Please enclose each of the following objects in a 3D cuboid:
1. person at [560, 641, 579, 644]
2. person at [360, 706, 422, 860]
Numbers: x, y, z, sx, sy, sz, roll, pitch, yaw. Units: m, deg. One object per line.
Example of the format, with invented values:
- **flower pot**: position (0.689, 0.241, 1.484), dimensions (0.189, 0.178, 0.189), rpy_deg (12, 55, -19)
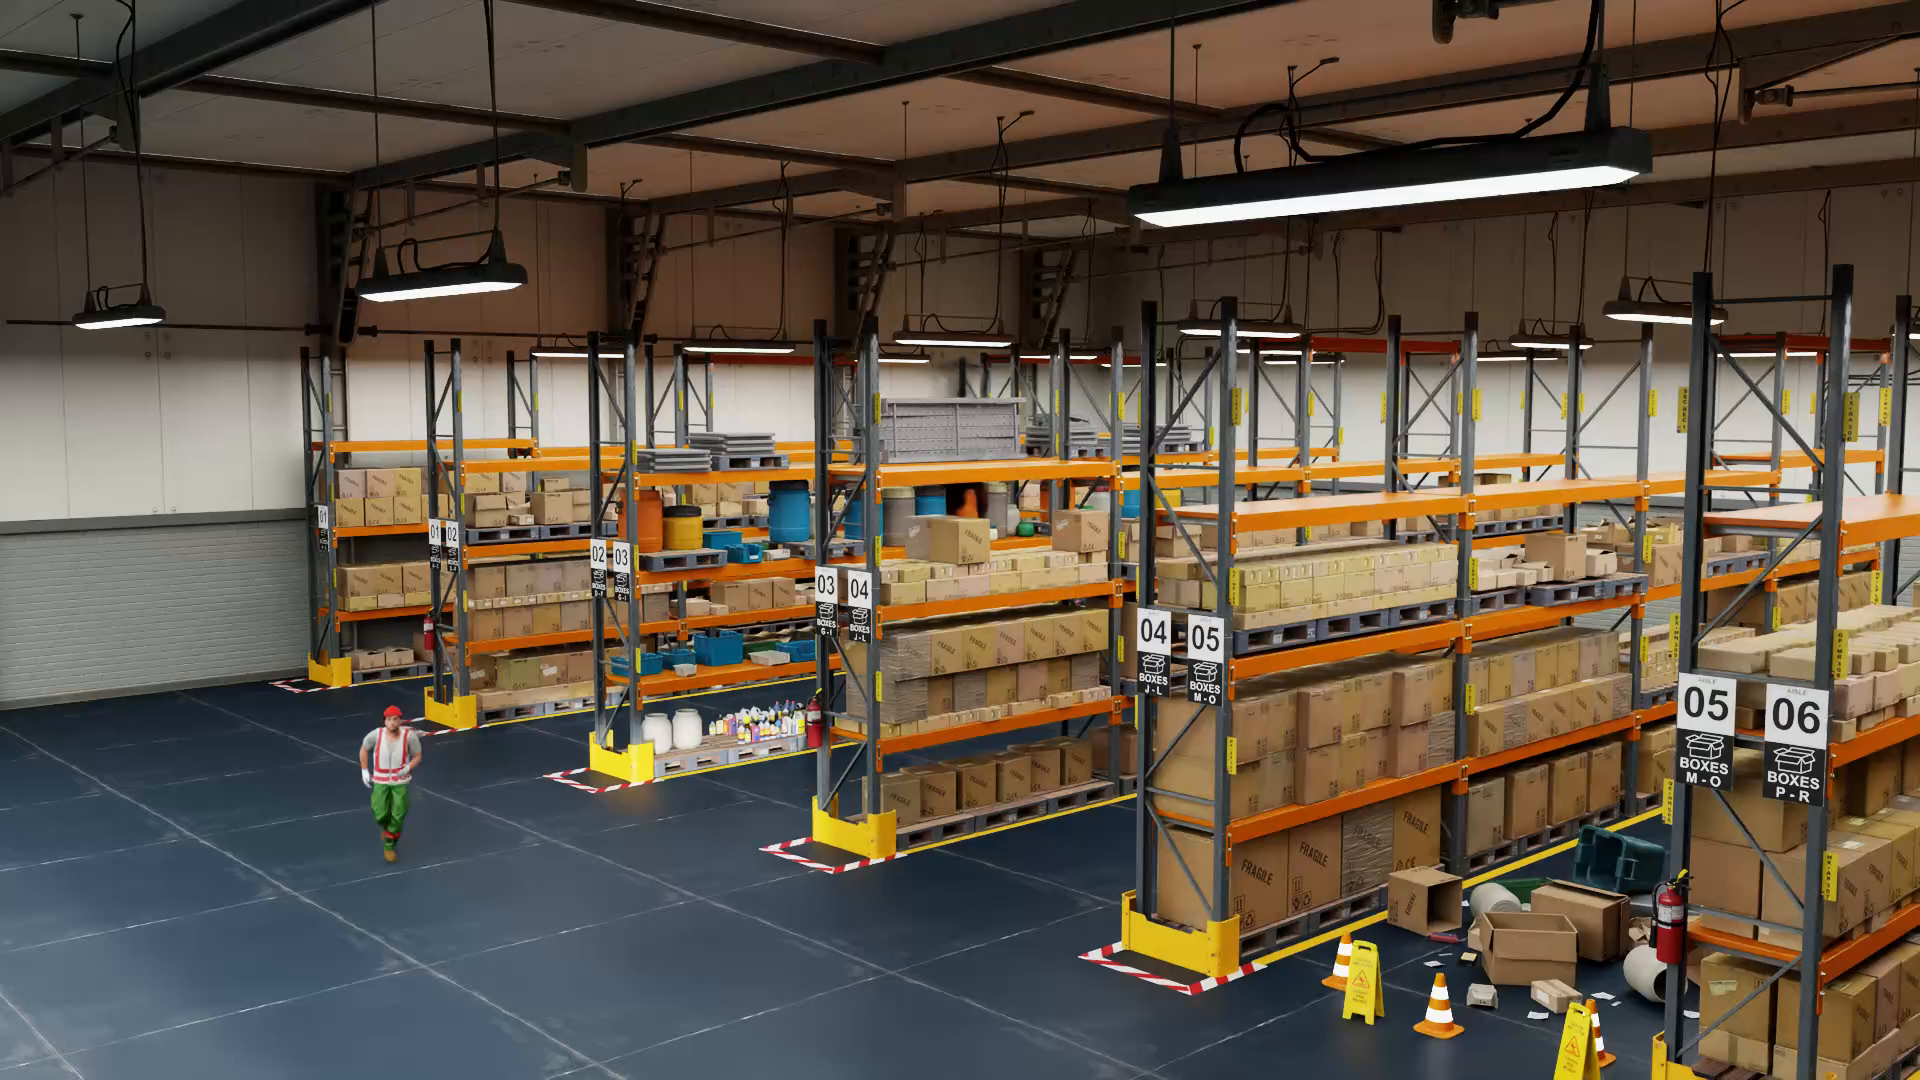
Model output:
- **person**: position (-7.185, 1.724, 30.176), dimensions (0.734, 1.578, 0.838), rpy_deg (2, 5, 20)
- **person**: position (-6.287, 2.688, 18.385), dimensions (0.660, 1.732, 0.638), rpy_deg (-1, 5, -16)
